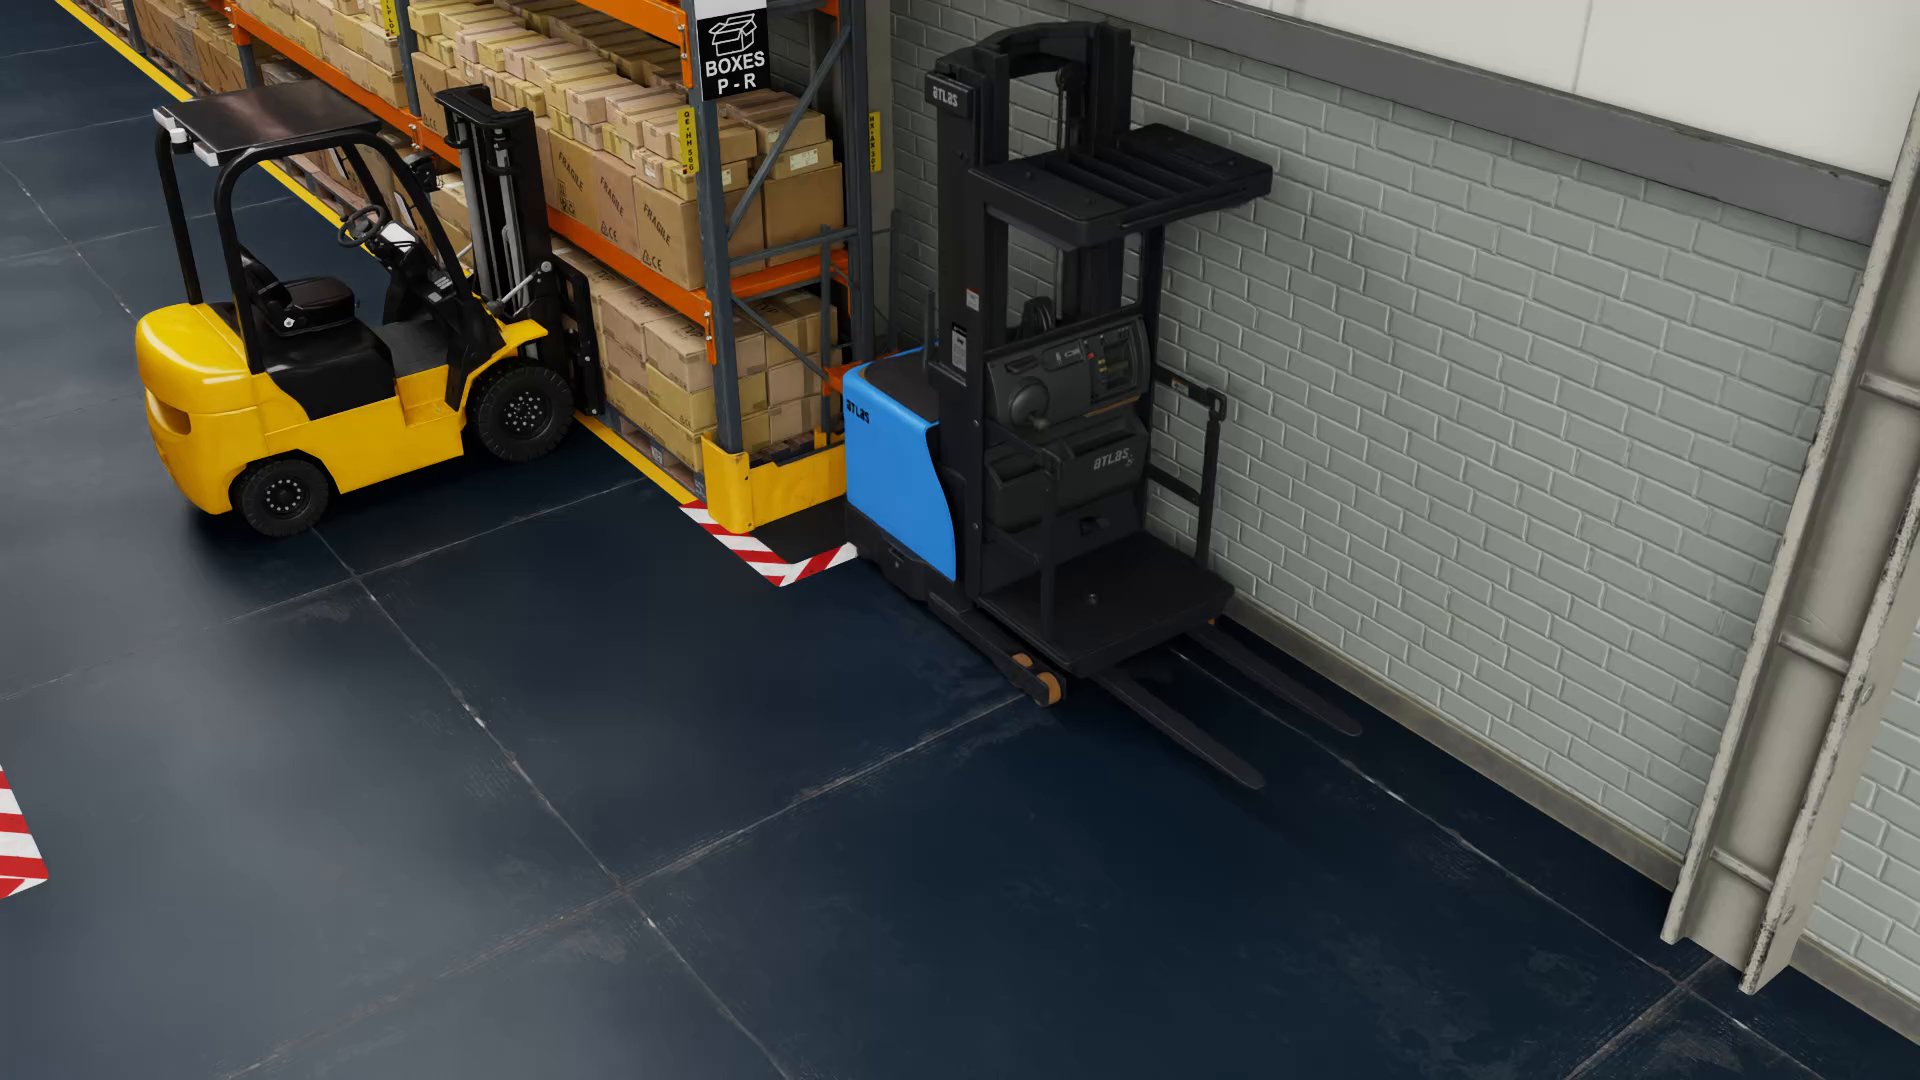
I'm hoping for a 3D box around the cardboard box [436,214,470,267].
[{"bbox_3d":[-3.313,-2.153,11.608,0.500,0.250,0.500,-22,38,-32],"label":"cardboard box"}]

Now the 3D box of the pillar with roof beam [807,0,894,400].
[{"bbox_3d":[-4.029,-3.302,6.038,9.100,9.000,0.400,-22,38,-31],"label":"pillar with roof beam"}]

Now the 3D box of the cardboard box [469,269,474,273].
[{"bbox_3d":[-3.007,-1.727,11.396,0.500,0.250,0.500,-23,39,-32],"label":"cardboard box"}]

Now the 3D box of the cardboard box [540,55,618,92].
[{"bbox_3d":[-2.244,-2.728,9.807,0.380,0.149,0.250,-22,38,-31],"label":"cardboard box"}]

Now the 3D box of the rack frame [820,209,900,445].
[{"bbox_3d":[-0.577,-1.138,9.559,0.500,1.500,0.032,-19,38,-30],"label":"rack frame"}]

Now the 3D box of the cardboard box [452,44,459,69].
[{"bbox_3d":[-3.036,-3.125,10.729,0.380,0.149,0.250,-22,38,-31],"label":"cardboard box"}]

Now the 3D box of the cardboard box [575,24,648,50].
[{"bbox_3d":[-2.172,-3.097,10.402,0.380,0.149,0.250,-23,38,-32],"label":"cardboard box"}]

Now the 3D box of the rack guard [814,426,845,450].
[{"bbox_3d":[-0.602,-0.608,9.889,0.587,0.250,0.087,-19,38,-30],"label":"rack guard"}]

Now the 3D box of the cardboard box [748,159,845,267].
[{"bbox_3d":[-0.998,-1.904,9.377,0.500,0.500,0.500,-21,37,-30],"label":"cardboard box"}]

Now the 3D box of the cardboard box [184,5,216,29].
[{"bbox_3d":[-7.113,-4.977,15.776,0.380,0.149,0.250,-24,39,-34],"label":"cardboard box"}]

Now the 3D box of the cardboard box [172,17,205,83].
[{"bbox_3d":[-7.203,-4.762,16.045,0.500,0.500,0.500,-24,39,-33],"label":"cardboard box"}]

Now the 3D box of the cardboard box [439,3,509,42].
[{"bbox_3d":[-3.159,-3.373,10.847,0.380,0.149,0.250,-22,38,-31],"label":"cardboard box"}]

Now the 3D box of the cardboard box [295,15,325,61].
[{"bbox_3d":[-4.797,-3.931,12.878,0.500,0.250,0.500,-21,37,-30],"label":"cardboard box"}]

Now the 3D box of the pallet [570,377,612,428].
[{"bbox_3d":[-2.159,-1.194,10.972,1.003,0.211,1.213,-22,38,-31],"label":"pallet"}]

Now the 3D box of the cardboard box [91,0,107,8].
[{"bbox_3d":[-9.294,-6.263,18.462,0.700,0.500,0.500,-24,39,-33],"label":"cardboard box"}]

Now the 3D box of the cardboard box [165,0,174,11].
[{"bbox_3d":[-7.562,-5.303,16.301,0.380,0.149,0.250,-22,38,-32],"label":"cardboard box"}]

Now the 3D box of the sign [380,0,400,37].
[{"bbox_3d":[-3.789,-3.511,11.037,0.100,0.325,0.005,-22,38,-31],"label":"sign"}]

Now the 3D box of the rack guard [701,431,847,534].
[{"bbox_3d":[-0.898,-0.493,9.570,1.175,0.500,0.348,-22,38,-31],"label":"rack guard"}]

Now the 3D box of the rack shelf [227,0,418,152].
[{"bbox_3d":[-4.592,-3.760,13.143,1.077,0.370,4.000,-22,38,-31],"label":"rack shelf"}]

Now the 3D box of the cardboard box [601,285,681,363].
[{"bbox_3d":[-1.760,-1.302,9.764,0.500,0.250,0.500,-22,38,-31],"label":"cardboard box"}]

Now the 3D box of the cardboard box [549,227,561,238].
[{"bbox_3d":[-2.697,-1.944,10.797,0.500,0.250,0.500,-21,37,-30],"label":"cardboard box"}]

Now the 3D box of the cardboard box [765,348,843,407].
[{"bbox_3d":[-1.037,-1.051,9.833,0.500,0.250,0.500,-21,38,-31],"label":"cardboard box"}]

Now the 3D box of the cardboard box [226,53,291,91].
[{"bbox_3d":[-6.248,-4.122,15.015,0.500,0.500,0.500,-21,38,-30],"label":"cardboard box"}]

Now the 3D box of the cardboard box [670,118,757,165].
[{"bbox_3d":[-1.299,-2.090,8.781,0.380,0.149,0.250,-22,38,-31],"label":"cardboard box"}]

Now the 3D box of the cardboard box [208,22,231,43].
[{"bbox_3d":[-6.640,-4.643,15.239,0.380,0.149,0.250,-24,39,-33],"label":"cardboard box"}]

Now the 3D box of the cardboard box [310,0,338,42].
[{"bbox_3d":[-4.499,-3.930,12.402,0.500,0.250,0.500,-21,38,-30],"label":"cardboard box"}]

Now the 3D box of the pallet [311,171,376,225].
[{"bbox_3d":[-4.601,-2.851,13.640,1.003,0.211,1.213,-22,38,-31],"label":"pallet"}]

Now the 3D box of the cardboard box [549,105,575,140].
[{"bbox_3d":[-2.153,-2.464,9.664,0.380,0.149,0.250,-22,38,-31],"label":"cardboard box"}]

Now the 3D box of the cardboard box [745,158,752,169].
[{"bbox_3d":[-1.118,-2.191,9.224,0.380,0.149,0.250,-22,38,-31],"label":"cardboard box"}]

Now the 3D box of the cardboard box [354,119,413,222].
[{"bbox_3d":[-4.165,-2.941,12.995,0.875,0.625,0.625,-23,38,-32],"label":"cardboard box"}]

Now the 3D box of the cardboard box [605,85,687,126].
[{"bbox_3d":[-1.751,-2.411,9.298,0.380,0.149,0.250,-22,38,-31],"label":"cardboard box"}]

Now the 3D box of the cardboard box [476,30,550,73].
[{"bbox_3d":[-2.752,-3.024,10.285,0.380,0.149,0.250,-23,39,-32],"label":"cardboard box"}]

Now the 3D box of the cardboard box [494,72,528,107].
[{"bbox_3d":[-2.616,-2.789,10.188,0.380,0.149,0.250,-24,39,-33],"label":"cardboard box"}]

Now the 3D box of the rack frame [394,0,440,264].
[{"bbox_3d":[-3.366,-3.232,11.611,1.000,3.000,0.127,-22,38,-31],"label":"rack frame"}]

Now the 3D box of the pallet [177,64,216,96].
[{"bbox_3d":[-6.991,-4.546,16.369,1.003,0.211,1.213,-22,38,-31],"label":"pallet"}]

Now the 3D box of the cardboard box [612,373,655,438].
[{"bbox_3d":[-1.748,-0.879,10.031,0.500,0.250,0.500,-22,38,-31],"label":"cardboard box"}]

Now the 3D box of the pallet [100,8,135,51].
[{"bbox_3d":[-8.692,-5.668,18.176,1.003,0.211,1.213,-22,38,-31],"label":"pallet"}]

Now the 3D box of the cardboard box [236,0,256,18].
[{"bbox_3d":[-5.740,-4.571,13.909,0.500,0.250,0.500,-22,38,-31],"label":"cardboard box"}]

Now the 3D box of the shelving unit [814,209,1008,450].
[{"bbox_3d":[-0.290,-0.912,9.219,0.587,1.500,1.083,-19,38,-30],"label":"shelving unit"}]

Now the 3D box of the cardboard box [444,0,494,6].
[{"bbox_3d":[-3.412,-3.766,11.761,0.380,0.149,0.250,-23,39,-32],"label":"cardboard box"}]

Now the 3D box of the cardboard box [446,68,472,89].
[{"bbox_3d":[-2.968,-2.793,10.810,0.500,0.500,0.500,-22,38,-31],"label":"cardboard box"}]

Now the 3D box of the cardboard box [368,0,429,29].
[{"bbox_3d":[-3.923,-3.722,11.691,0.380,0.149,0.250,-23,38,-32],"label":"cardboard box"}]

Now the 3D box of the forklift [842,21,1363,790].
[{"bbox_3d":[0.645,-0.739,7.662,1.130,2.935,3.031,-21,38,-30],"label":"forklift"}]

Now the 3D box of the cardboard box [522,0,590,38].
[{"bbox_3d":[-2.637,-3.417,10.917,0.380,0.149,0.250,-23,38,-32],"label":"cardboard box"}]

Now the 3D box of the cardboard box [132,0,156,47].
[{"bbox_3d":[-8.153,-5.408,17.086,0.500,0.500,0.500,-20,37,-29],"label":"cardboard box"}]

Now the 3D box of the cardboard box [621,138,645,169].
[{"bbox_3d":[-1.638,-2.162,9.178,0.380,0.149,0.250,-21,38,-31],"label":"cardboard box"}]

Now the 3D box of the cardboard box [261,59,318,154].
[{"bbox_3d":[-5.447,-3.804,14.385,0.875,0.625,0.625,-21,38,-30],"label":"cardboard box"}]

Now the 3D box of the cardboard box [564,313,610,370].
[{"bbox_3d":[-2.091,-1.310,10.251,0.500,0.250,0.500,-23,39,-32],"label":"cardboard box"}]

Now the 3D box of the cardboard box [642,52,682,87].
[{"bbox_3d":[-1.662,-2.795,9.915,0.380,0.149,0.250,-23,39,-32],"label":"cardboard box"}]

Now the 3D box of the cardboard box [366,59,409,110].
[{"bbox_3d":[-3.882,-3.294,11.852,0.500,0.250,0.500,-21,38,-30],"label":"cardboard box"}]

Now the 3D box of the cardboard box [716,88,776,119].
[{"bbox_3d":[-1.257,-2.444,9.350,0.380,0.149,0.250,-21,38,-31],"label":"cardboard box"}]

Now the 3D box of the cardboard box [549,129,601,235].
[{"bbox_3d":[-2.048,-2.160,9.790,0.500,0.500,0.500,-23,39,-32],"label":"cardboard box"}]
